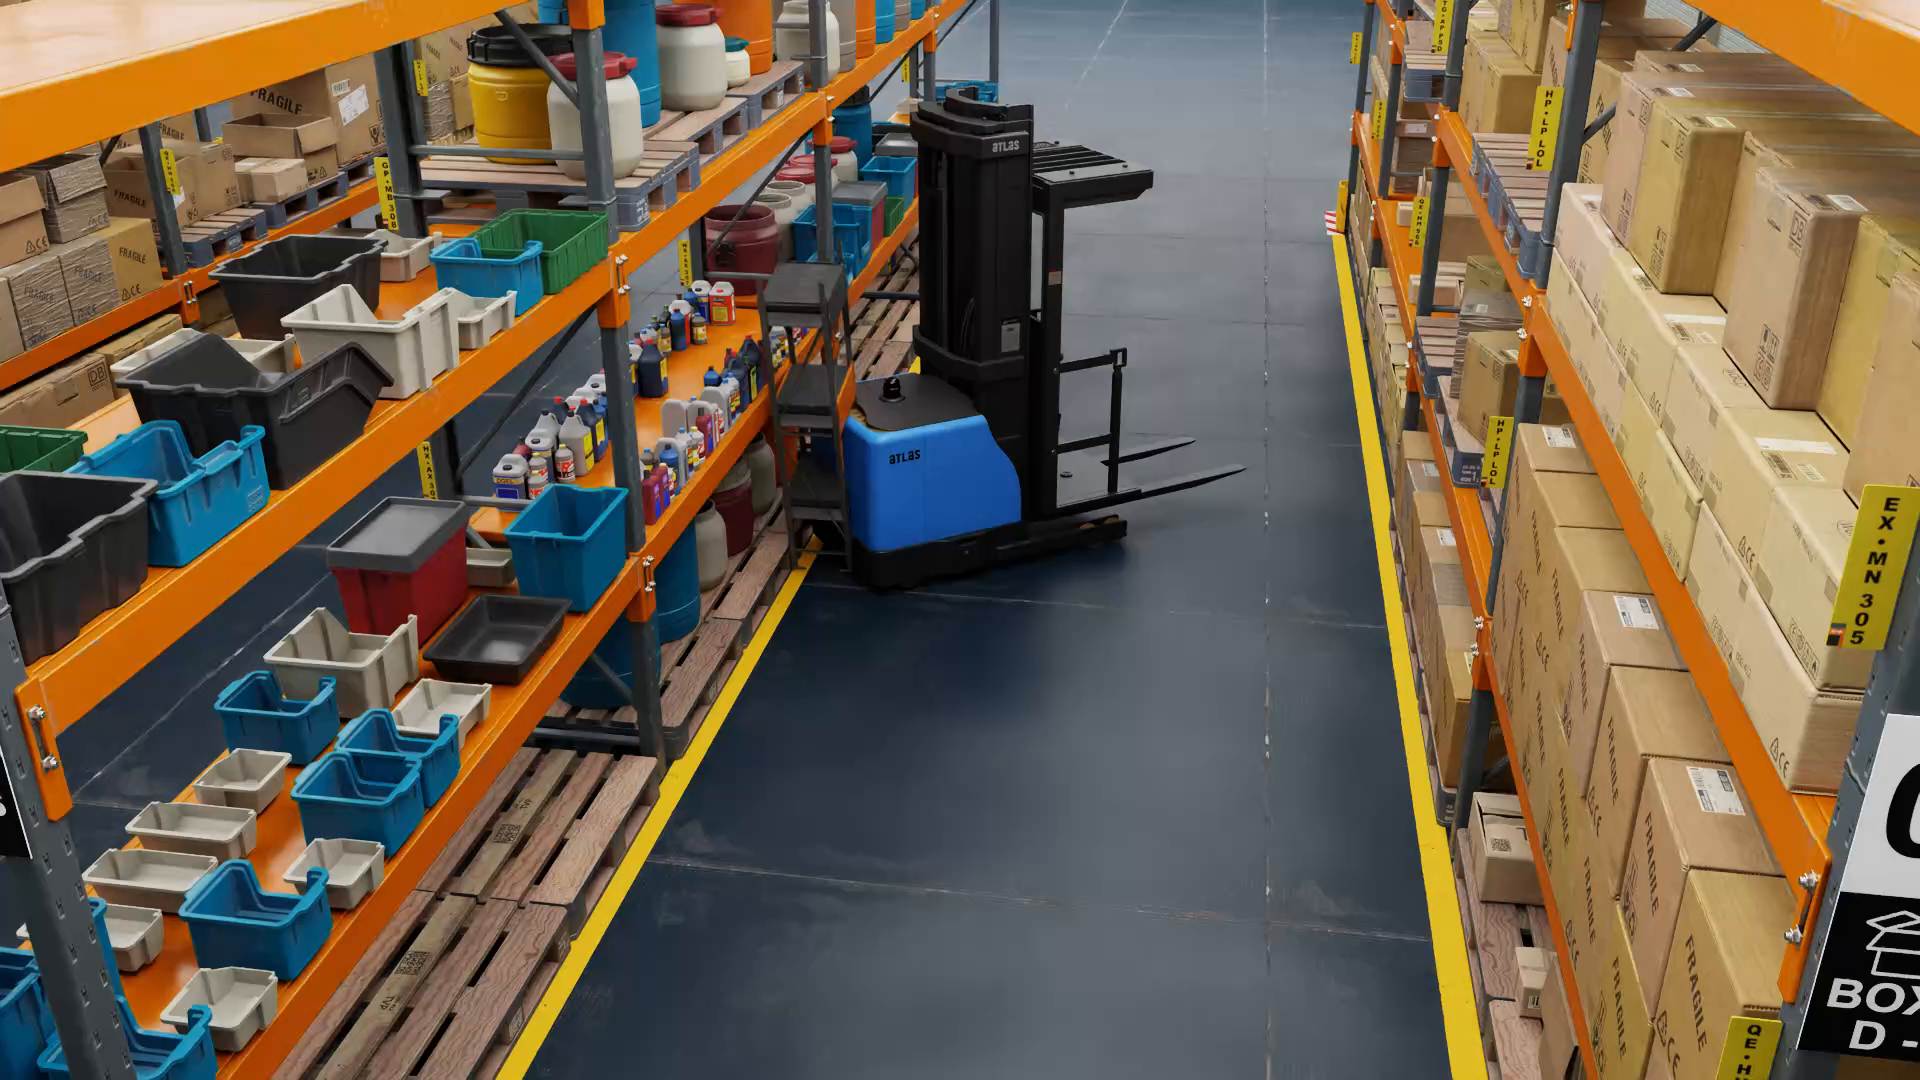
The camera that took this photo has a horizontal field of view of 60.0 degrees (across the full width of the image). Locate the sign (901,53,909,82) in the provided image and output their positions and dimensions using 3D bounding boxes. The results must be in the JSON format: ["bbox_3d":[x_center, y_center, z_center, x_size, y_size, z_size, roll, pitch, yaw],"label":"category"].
[{"bbox_3d":[-0.611,-5.343,18.800,0.100,0.325,0.005,4,25,9],"label":"sign"}]

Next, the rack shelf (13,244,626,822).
[{"bbox_3d":[-2.357,-0.355,5.781,1.077,0.370,4.000,4,25,9],"label":"rack shelf"}]

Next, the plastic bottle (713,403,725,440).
[{"bbox_3d":[-1.381,-0.670,9.378,0.097,0.201,0.097,0,25,0],"label":"plastic bottle"}]

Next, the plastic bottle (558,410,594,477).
[{"bbox_3d":[-2.060,-0.534,8.910,0.144,0.351,0.185,4,25,9],"label":"plastic bottle"}]

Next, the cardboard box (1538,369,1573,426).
[{"bbox_3d":[3.204,-0.524,8.219,0.700,0.500,0.500,8,26,17],"label":"cardboard box"}]

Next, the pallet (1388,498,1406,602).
[{"bbox_3d":[3.351,0.085,10.819,1.003,0.211,1.213,4,25,9],"label":"pallet"}]

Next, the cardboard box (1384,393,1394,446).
[{"bbox_3d":[3.436,-0.885,12.350,0.500,0.250,0.500,4,25,8],"label":"cardboard box"}]

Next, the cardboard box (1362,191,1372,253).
[{"bbox_3d":[4.195,-3.071,16.137,0.500,0.500,0.500,4,25,9],"label":"cardboard box"}]

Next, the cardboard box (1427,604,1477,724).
[{"bbox_3d":[2.743,0.686,8.675,0.500,0.500,0.500,4,25,9],"label":"cardboard box"}]

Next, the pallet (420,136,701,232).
[{"bbox_3d":[-1.998,-1.767,8.170,1.213,0.211,1.003,4,25,9],"label":"pallet"}]

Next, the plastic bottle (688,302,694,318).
[{"bbox_3d":[-1.828,-1.496,11.142,0.097,0.201,0.097,0,25,0],"label":"plastic bottle"}]

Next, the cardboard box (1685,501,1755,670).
[{"bbox_3d":[2.119,0.127,4.080,0.500,0.250,0.500,4,25,9],"label":"cardboard box"}]

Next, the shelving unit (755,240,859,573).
[{"bbox_3d":[-0.891,-0.787,10.305,0.431,2.100,0.503,4,38,8],"label":"shelving unit"}]

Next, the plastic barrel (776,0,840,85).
[{"bbox_3d":[-1.023,-3.350,11.198,0.421,0.512,0.421,0,25,0],"label":"plastic barrel"}]

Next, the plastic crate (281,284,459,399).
[{"bbox_3d":[-2.017,-0.696,5.801,0.437,0.282,0.530,4,25,9],"label":"plastic crate"}]

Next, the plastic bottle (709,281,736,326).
[{"bbox_3d":[-1.616,-1.607,11.290,0.152,0.276,0.135,4,25,9],"label":"plastic bottle"}]

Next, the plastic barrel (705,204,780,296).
[{"bbox_3d":[-1.599,-2.109,12.056,0.600,0.536,0.708,4,25,9],"label":"plastic barrel"}]

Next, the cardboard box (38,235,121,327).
[{"bbox_3d":[-6.186,-1.789,11.415,0.500,0.500,0.500,4,25,8],"label":"cardboard box"}]

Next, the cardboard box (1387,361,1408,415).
[{"bbox_3d":[3.431,-1.140,12.234,0.500,0.311,0.500,4,25,8],"label":"cardboard box"}]

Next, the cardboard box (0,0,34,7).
[{"bbox_3d":[-6.291,-3.510,11.056,0.797,0.503,0.637,6,26,12],"label":"cardboard box"}]

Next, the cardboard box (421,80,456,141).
[{"bbox_3d":[-5.474,-4.212,16.241,0.875,0.500,0.500,4,25,9],"label":"cardboard box"}]

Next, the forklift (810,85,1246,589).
[{"bbox_3d":[0.548,-1.454,10.898,3.031,2.935,1.130,-13,28,-26],"label":"forklift"}]

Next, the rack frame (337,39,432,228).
[{"bbox_3d":[-5.609,-3.848,15.933,1.000,3.000,0.127,4,25,9],"label":"rack frame"}]

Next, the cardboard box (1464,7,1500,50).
[{"bbox_3d":[3.596,-3.382,11.081,0.500,0.250,0.500,5,25,10],"label":"cardboard box"}]

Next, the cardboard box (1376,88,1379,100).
[{"bbox_3d":[4.647,-4.464,17.131,0.700,0.500,0.500,5,25,10],"label":"cardboard box"}]

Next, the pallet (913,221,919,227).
[{"bbox_3d":[-0.173,-3.540,18.565,1.003,0.211,1.213,4,25,9],"label":"pallet"}]

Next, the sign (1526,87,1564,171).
[{"bbox_3d":[2.308,-1.622,6.565,0.100,0.325,0.005,4,25,9],"label":"sign"}]

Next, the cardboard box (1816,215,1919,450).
[{"bbox_3d":[2.435,-0.417,3.767,0.700,0.500,0.500,4,25,9],"label":"cardboard box"}]

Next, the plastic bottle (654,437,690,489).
[{"bbox_3d":[-1.519,-0.423,8.762,0.152,0.276,0.135,4,25,9],"label":"plastic bottle"}]

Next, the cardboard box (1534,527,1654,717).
[{"bbox_3d":[2.333,0.296,5.782,0.500,0.500,0.500,3,25,7],"label":"cardboard box"}]

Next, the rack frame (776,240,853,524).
[{"bbox_3d":[-0.854,-0.935,10.496,0.400,2.100,0.015,4,38,8],"label":"rack frame"}]

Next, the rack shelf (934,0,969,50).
[{"bbox_3d":[-0.396,-5.374,16.503,1.077,0.370,4.000,4,25,9],"label":"rack shelf"}]

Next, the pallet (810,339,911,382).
[{"bbox_3d":[-1.010,-1.399,13.990,1.003,0.211,1.213,4,25,9],"label":"pallet"}]

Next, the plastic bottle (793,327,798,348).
[{"bbox_3d":[-1.112,-1.359,10.849,0.097,0.201,0.097,0,25,0],"label":"plastic bottle"}]

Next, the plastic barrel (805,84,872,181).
[{"bbox_3d":[-1.085,-3.591,14.793,0.600,0.901,0.708,4,25,9],"label":"plastic barrel"}]

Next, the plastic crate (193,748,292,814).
[{"bbox_3d":[-2.616,0.889,6.052,0.298,0.136,0.250,4,25,9],"label":"plastic crate"}]

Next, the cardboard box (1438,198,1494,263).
[{"bbox_3d":[3.768,-2.235,12.369,0.500,0.500,0.500,3,25,6],"label":"cardboard box"}]

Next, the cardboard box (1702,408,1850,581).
[{"bbox_3d":[2.116,-0.100,3.974,0.500,0.250,0.500,4,25,9],"label":"cardboard box"}]

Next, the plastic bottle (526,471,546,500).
[{"bbox_3d":[-2.158,-0.255,8.492,0.097,0.201,0.097,0,25,0],"label":"plastic bottle"}]

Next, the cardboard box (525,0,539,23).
[{"bbox_3d":[-4.877,-5.697,18.235,0.500,0.500,0.500,4,25,9],"label":"cardboard box"}]

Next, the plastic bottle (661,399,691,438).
[{"bbox_3d":[-1.577,-0.668,9.285,0.152,0.276,0.135,4,25,9],"label":"plastic bottle"}]

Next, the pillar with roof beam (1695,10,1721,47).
[{"bbox_3d":[8.158,-12.173,26.641,9.100,9.000,0.400,4,25,9],"label":"pillar with roof beam"}]

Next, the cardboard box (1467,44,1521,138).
[{"bbox_3d":[3.388,-2.493,9.381,0.910,0.500,0.500,4,25,9],"label":"cardboard box"}]

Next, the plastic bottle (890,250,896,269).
[{"bbox_3d":[-0.720,-2.840,16.474,0.152,0.276,0.135,4,25,9],"label":"plastic bottle"}]

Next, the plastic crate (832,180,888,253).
[{"bbox_3d":[-0.810,-2.516,13.010,0.402,0.464,0.583,4,25,9],"label":"plastic crate"}]

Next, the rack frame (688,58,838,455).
[{"bbox_3d":[-1.376,-1.832,11.625,1.000,3.000,0.127,4,25,9],"label":"rack frame"}]

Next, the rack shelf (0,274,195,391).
[{"bbox_3d":[-6.589,-1.013,10.724,1.077,0.370,4.000,4,25,9],"label":"rack shelf"}]

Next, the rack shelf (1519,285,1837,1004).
[{"bbox_3d":[2.529,-0.010,5.044,1.077,0.370,4.000,4,25,9],"label":"rack shelf"}]

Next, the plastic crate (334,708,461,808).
[{"bbox_3d":[-2.054,0.806,6.117,0.416,0.233,0.300,4,25,9],"label":"plastic crate"}]

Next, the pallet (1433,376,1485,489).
[{"bbox_3d":[3.197,-0.587,9.191,1.003,0.211,1.213,4,25,9],"label":"pallet"}]

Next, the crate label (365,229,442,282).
[{"bbox_3d":[-2.395,-1.213,7.077,0.293,0.136,0.466,4,25,9],"label":"crate label"}]

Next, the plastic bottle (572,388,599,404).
[{"bbox_3d":[-2.120,-0.710,9.375,0.152,0.276,0.135,4,25,9],"label":"plastic bottle"}]

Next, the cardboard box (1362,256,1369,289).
[{"bbox_3d":[4.115,-2.522,15.849,0.500,0.250,0.500,4,25,9],"label":"cardboard box"}]

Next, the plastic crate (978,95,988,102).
[{"bbox_3d":[0.033,-4.609,17.734,0.499,0.251,0.408,4,25,9],"label":"plastic crate"}]

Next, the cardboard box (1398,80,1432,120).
[{"bbox_3d":[4.230,-3.979,14.564,0.700,0.500,0.500,4,25,9],"label":"cardboard box"}]

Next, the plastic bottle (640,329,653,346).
[{"bbox_3d":[-1.963,-1.182,10.389,0.097,0.271,0.097,0,25,0],"label":"plastic bottle"}]

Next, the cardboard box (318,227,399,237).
[{"bbox_3d":[-5.730,-2.660,15.824,0.700,0.500,0.500,2,25,4],"label":"cardboard box"}]

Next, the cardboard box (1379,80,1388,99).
[{"bbox_3d":[4.289,-4.380,16.186,0.380,0.149,0.250,4,25,9],"label":"cardboard box"}]

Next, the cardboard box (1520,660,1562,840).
[{"bbox_3d":[2.340,0.758,5.974,0.500,0.500,0.500,4,25,8],"label":"cardboard box"}]
